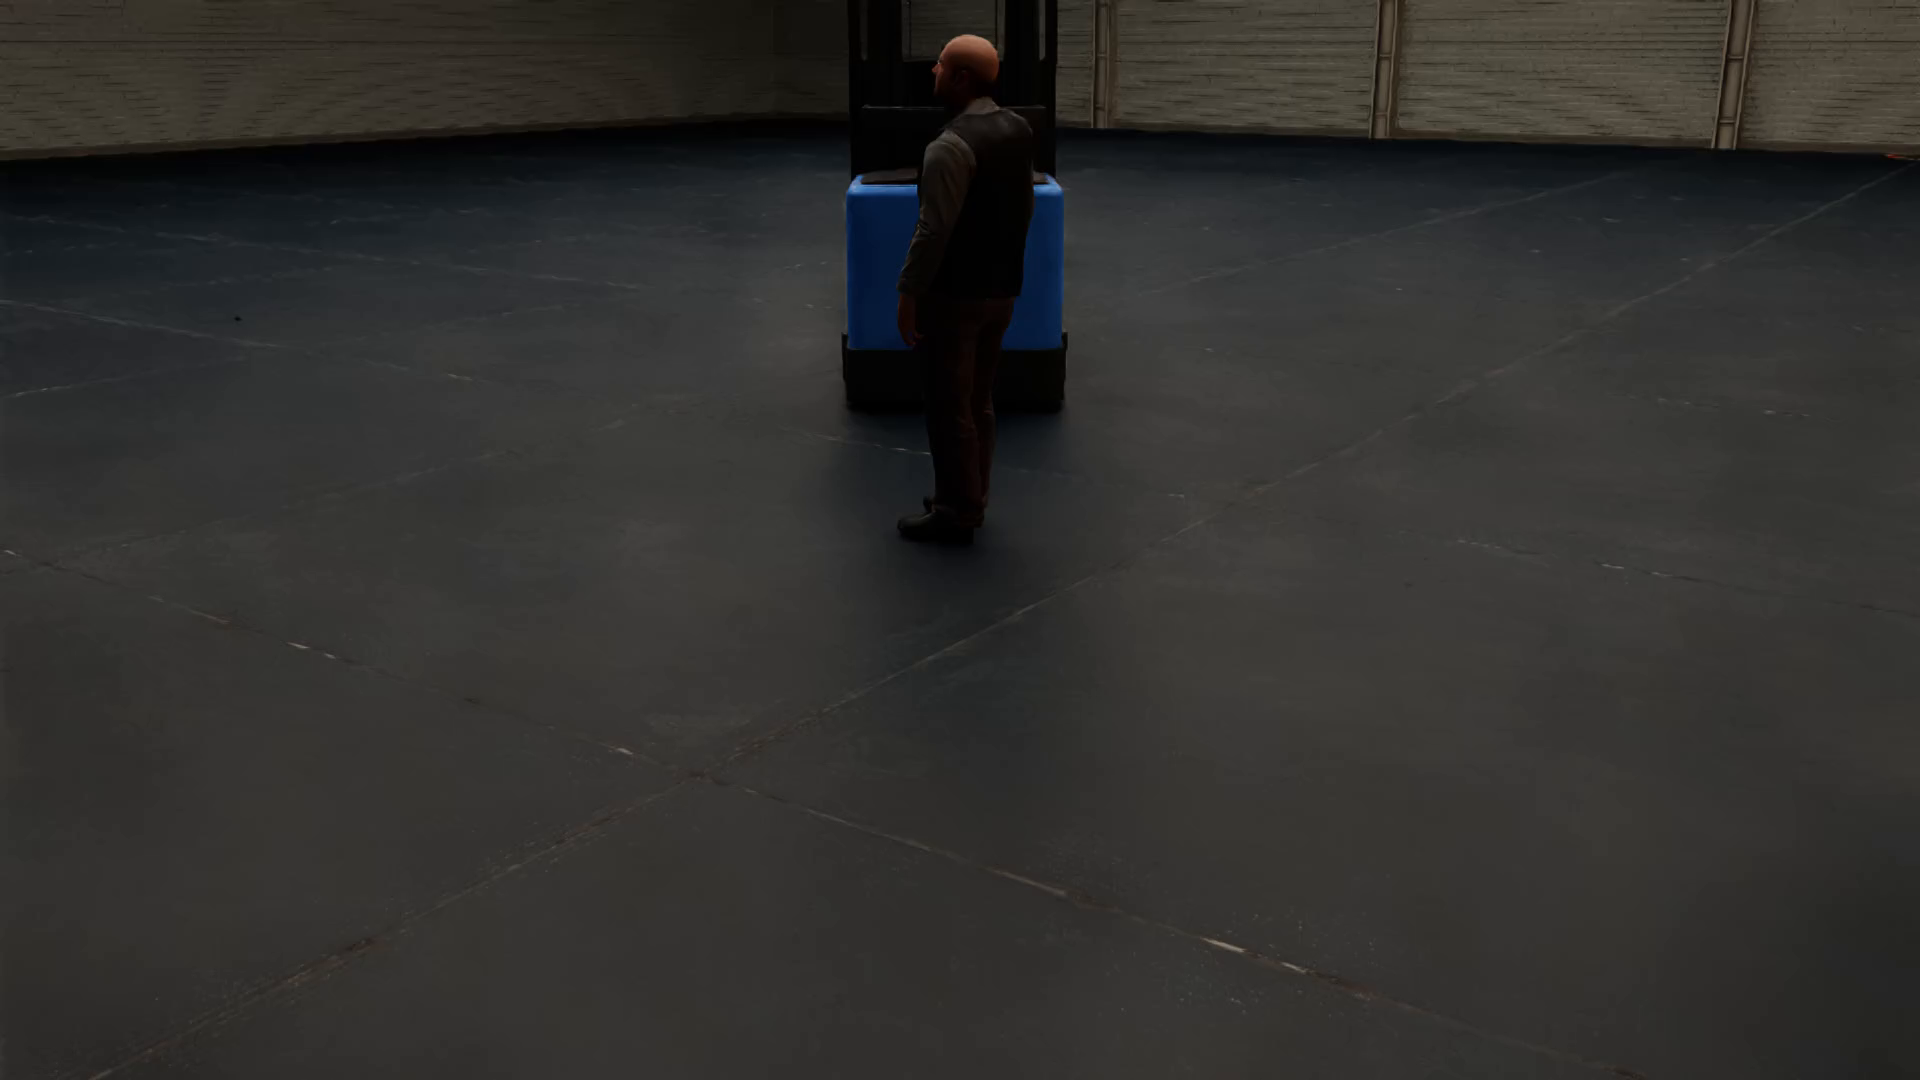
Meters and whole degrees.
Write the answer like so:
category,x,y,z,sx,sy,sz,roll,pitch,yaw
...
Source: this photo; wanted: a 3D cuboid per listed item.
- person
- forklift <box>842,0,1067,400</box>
category,x,y,z,sx,sy,sz,roll,pitch,yaw
person,-0.047,-0.843,5.740,0.567,1.720,0.632,11,20,33
forklift,-0.042,-2.440,8.992,1.130,2.935,3.031,0,17,-1
